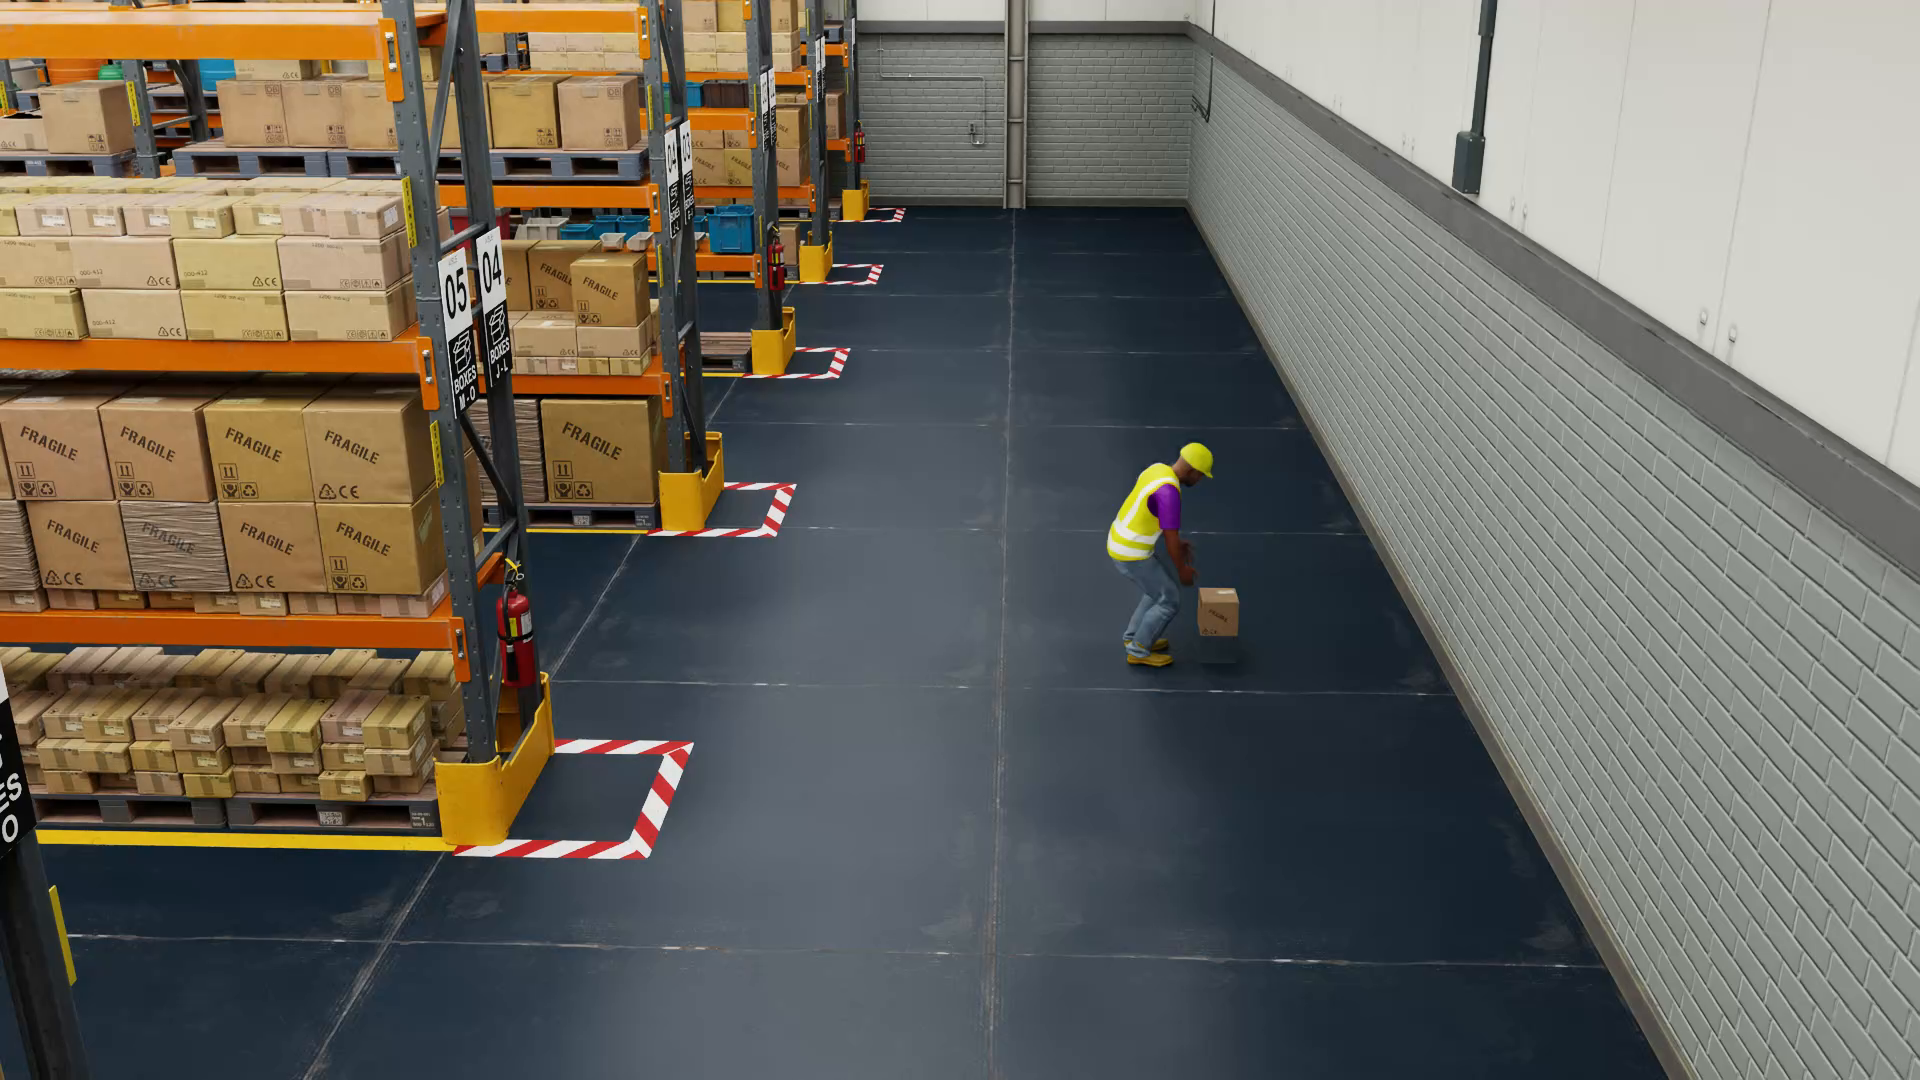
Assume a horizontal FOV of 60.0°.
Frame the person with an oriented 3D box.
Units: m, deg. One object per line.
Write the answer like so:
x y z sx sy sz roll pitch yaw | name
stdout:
1.334 0.069 11.215 0.687 1.517 0.627 1 21 2 | person
